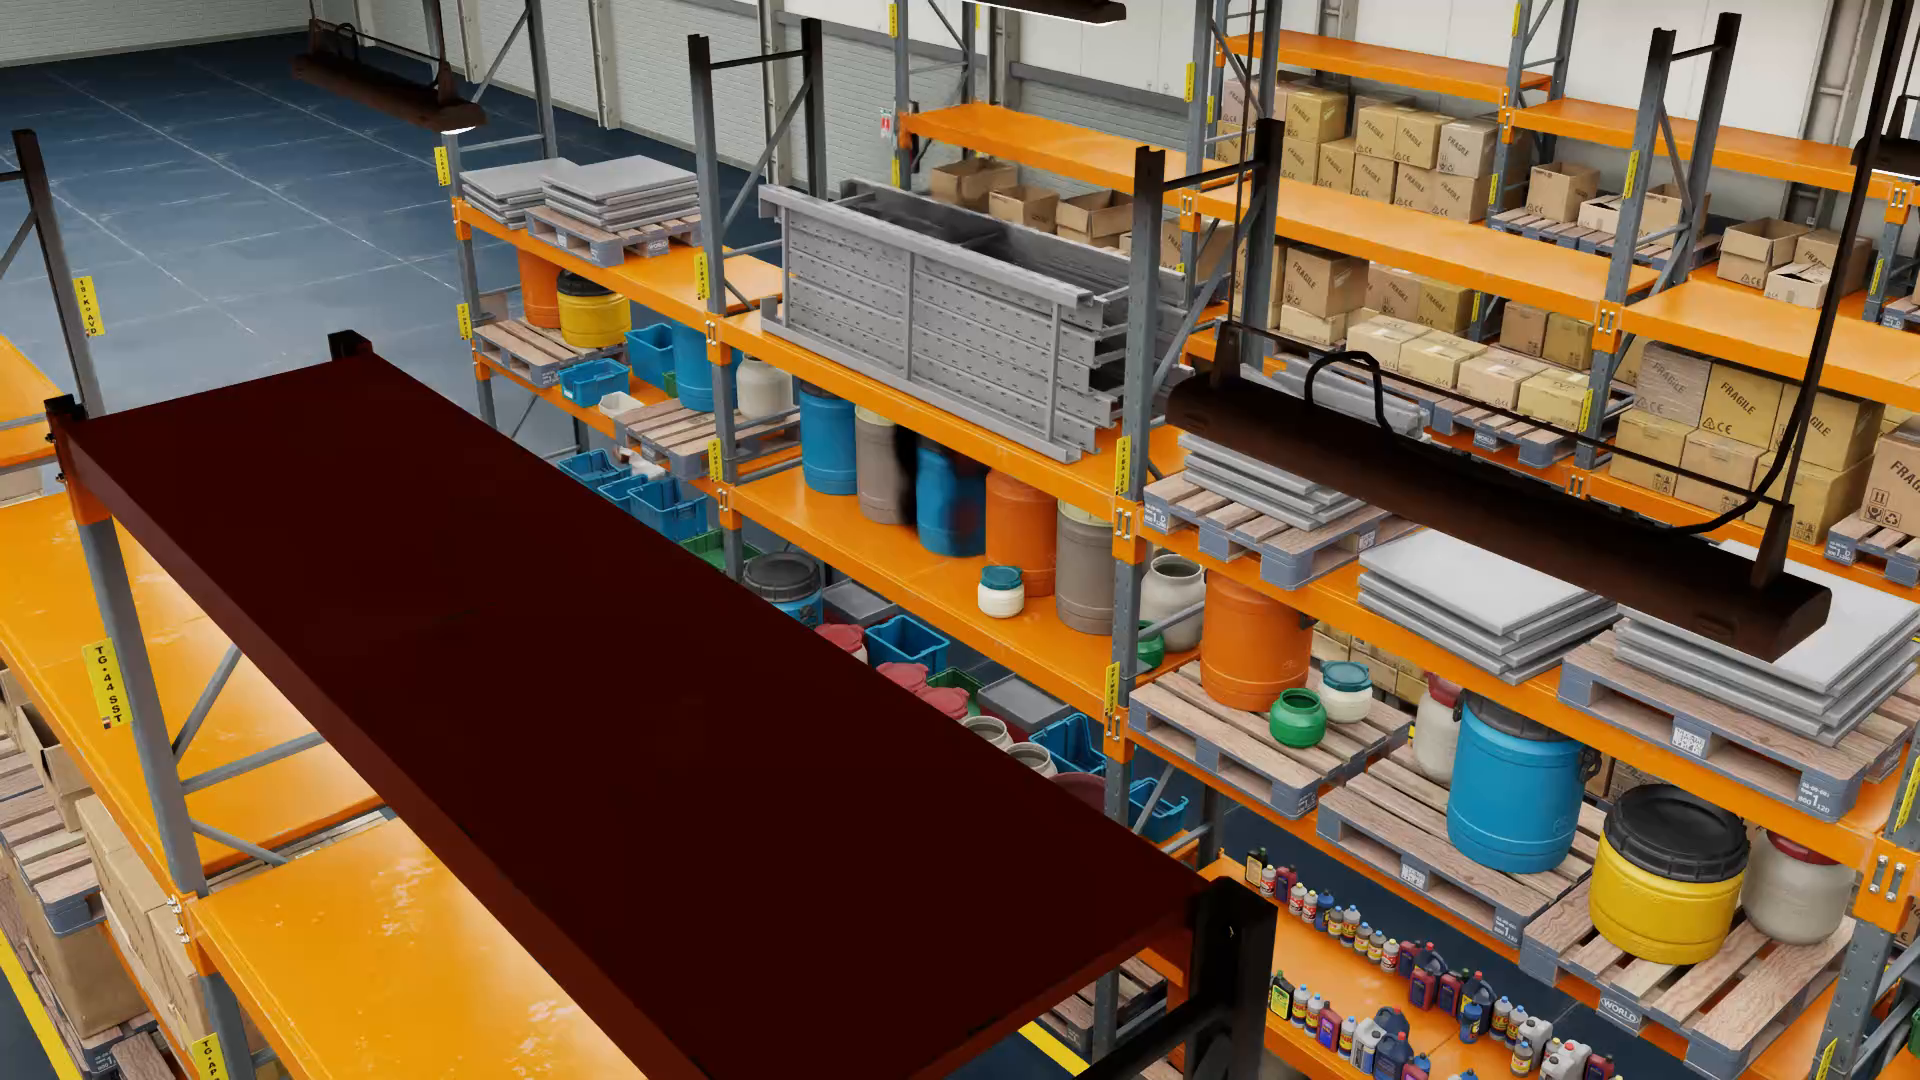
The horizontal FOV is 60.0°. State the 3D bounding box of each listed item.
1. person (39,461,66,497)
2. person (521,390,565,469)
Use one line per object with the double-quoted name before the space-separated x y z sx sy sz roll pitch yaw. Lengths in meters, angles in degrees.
"person" -9.125 -0.397 16.526 0.560 1.647 0.568 -4 27 -7
"person" -4.285 -0.849 17.300 0.611 1.652 0.757 2 27 4
